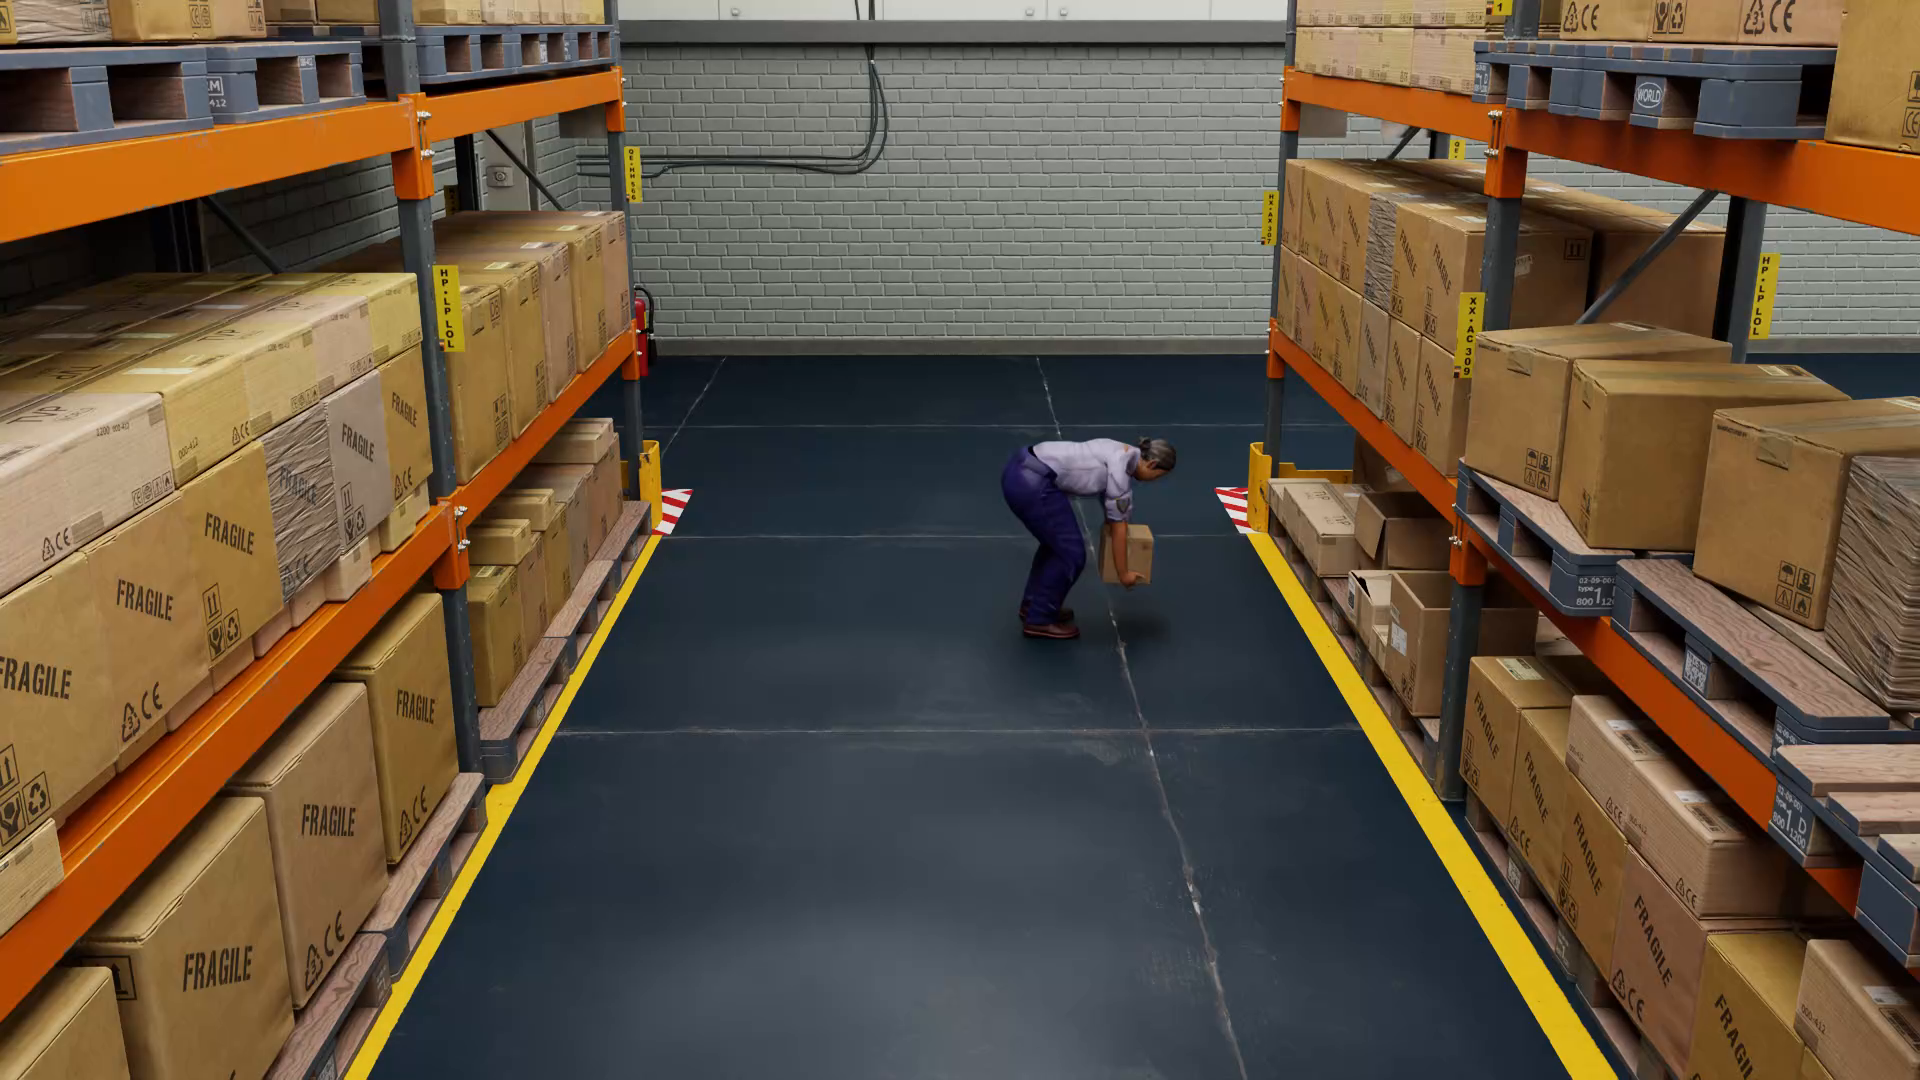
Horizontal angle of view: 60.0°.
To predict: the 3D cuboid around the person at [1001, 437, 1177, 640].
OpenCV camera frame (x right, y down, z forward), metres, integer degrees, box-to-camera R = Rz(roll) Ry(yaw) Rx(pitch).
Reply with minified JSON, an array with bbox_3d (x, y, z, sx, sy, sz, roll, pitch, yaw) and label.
[{"bbox_3d":[0.669,-0.033,8.714,0.907,1.037,0.478,-1,17,-3],"label":"person"}]
